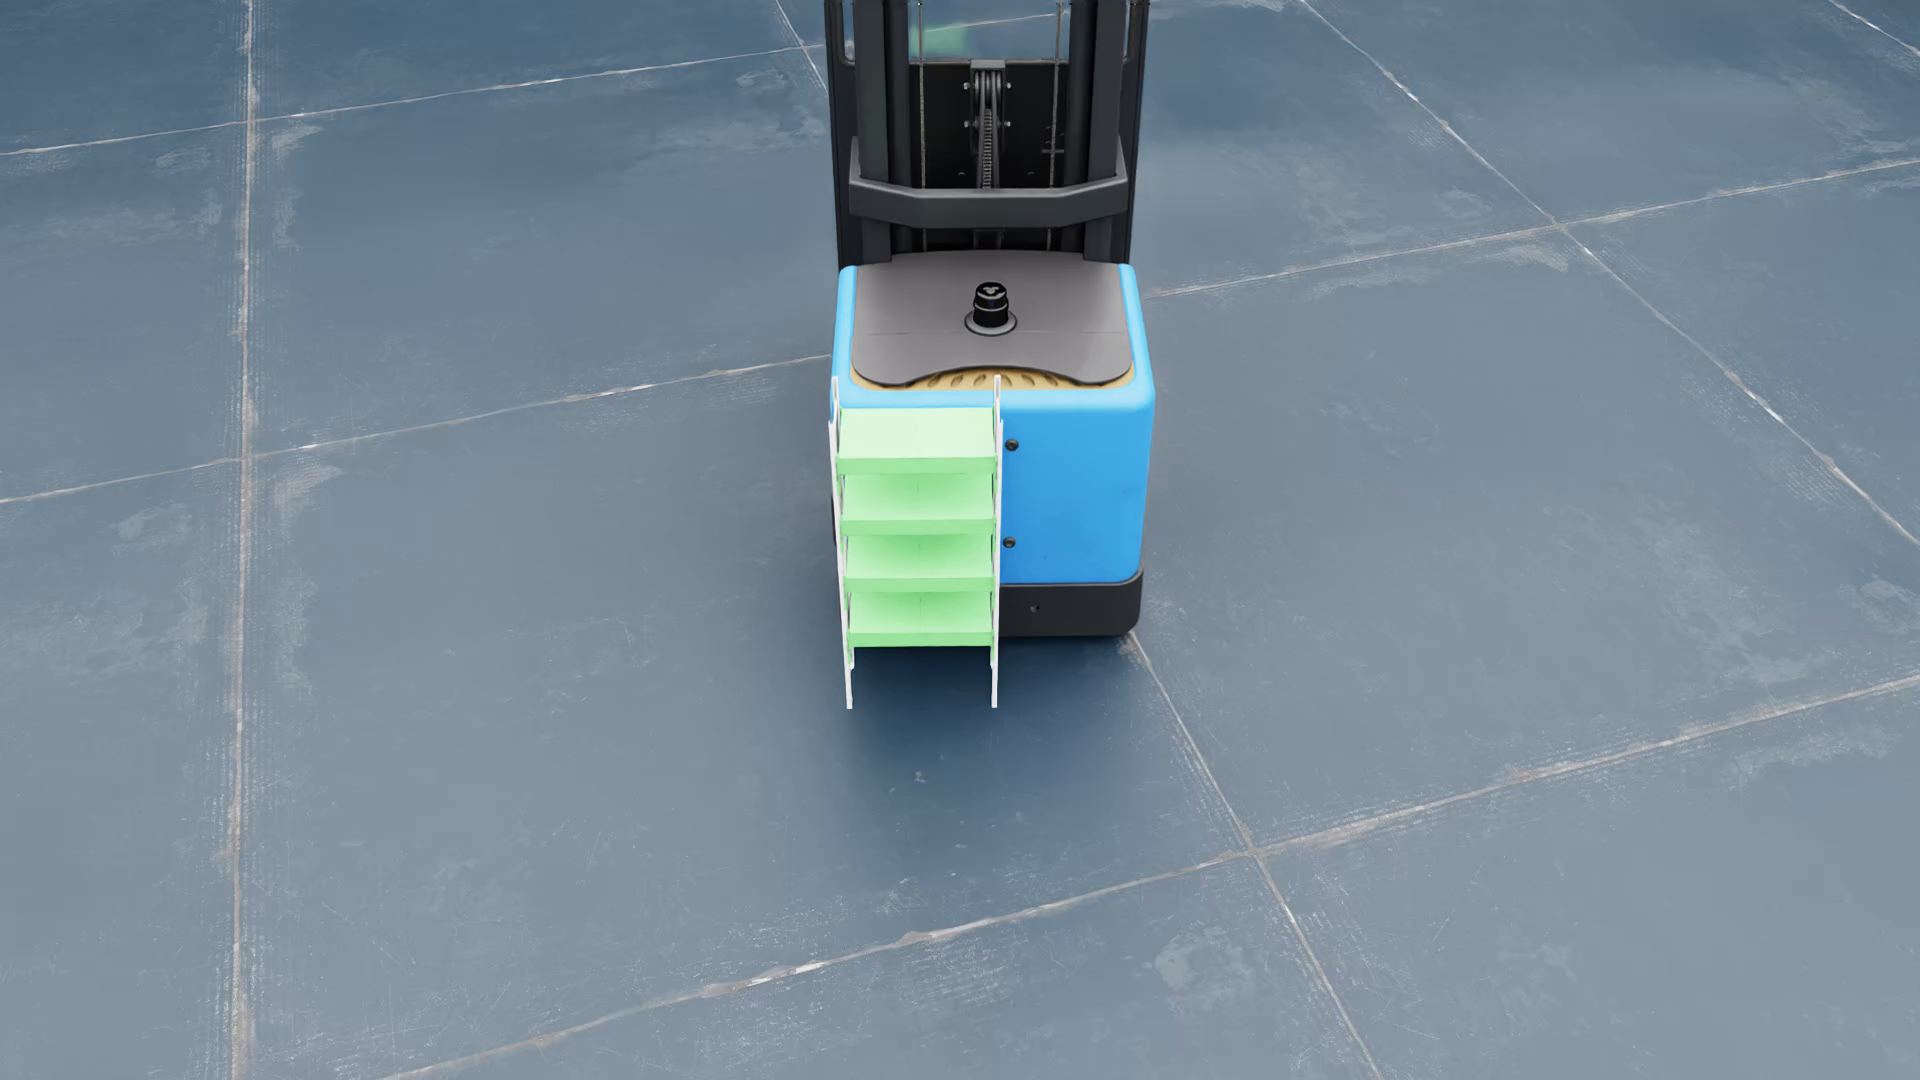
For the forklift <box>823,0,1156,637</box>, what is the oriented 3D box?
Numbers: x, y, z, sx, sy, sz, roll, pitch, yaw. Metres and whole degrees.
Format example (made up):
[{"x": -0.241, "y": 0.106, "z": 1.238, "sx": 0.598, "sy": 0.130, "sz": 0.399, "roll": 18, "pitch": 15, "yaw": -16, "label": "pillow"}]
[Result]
[{"x": 0.084, "y": -1.710, "z": 5.980, "sx": 1.130, "sy": 2.935, "sz": 3.031, "roll": -1, "pitch": 41, "yaw": -1, "label": "forklift"}]

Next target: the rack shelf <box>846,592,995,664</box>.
[{"x": -0.129, "y": 0.266, "z": 5.495, "sx": 0.480, "sy": 0.148, "sz": 0.258, "roll": -1, "pitch": 41, "yaw": -1, "label": "rack shelf"}]

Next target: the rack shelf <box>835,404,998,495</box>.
[{"x": -0.129, "y": -0.275, "z": 5.019, "sx": 0.480, "sy": 0.148, "sz": 0.258, "roll": -1, "pitch": 41, "yaw": -1, "label": "rack shelf"}]

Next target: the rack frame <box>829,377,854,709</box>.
[{"x": -0.373, "y": 0.040, "z": 5.292, "sx": 0.015, "sy": 1.200, "sz": 0.240, "roll": -1, "pitch": 41, "yaw": -1, "label": "rack frame"}]

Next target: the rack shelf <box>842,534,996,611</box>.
[{"x": -0.129, "y": 0.086, "z": 5.336, "sx": 0.480, "sy": 0.148, "sz": 0.258, "roll": -1, "pitch": 41, "yaw": -1, "label": "rack shelf"}]

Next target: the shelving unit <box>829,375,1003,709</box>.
[{"x": -0.129, "y": 0.038, "z": 5.294, "sx": 0.503, "sy": 1.200, "sz": 0.258, "roll": -1, "pitch": 41, "yaw": -1, "label": "shelving unit"}]

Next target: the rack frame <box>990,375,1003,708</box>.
[{"x": 0.115, "y": 0.036, "z": 5.297, "sx": 0.015, "sy": 1.200, "sz": 0.240, "roll": -1, "pitch": 41, "yaw": -1, "label": "rack frame"}]

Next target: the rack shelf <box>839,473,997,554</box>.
[{"x": -0.129, "y": -0.094, "z": 5.178, "sx": 0.480, "sy": 0.148, "sz": 0.258, "roll": -1, "pitch": 41, "yaw": -1, "label": "rack shelf"}]
